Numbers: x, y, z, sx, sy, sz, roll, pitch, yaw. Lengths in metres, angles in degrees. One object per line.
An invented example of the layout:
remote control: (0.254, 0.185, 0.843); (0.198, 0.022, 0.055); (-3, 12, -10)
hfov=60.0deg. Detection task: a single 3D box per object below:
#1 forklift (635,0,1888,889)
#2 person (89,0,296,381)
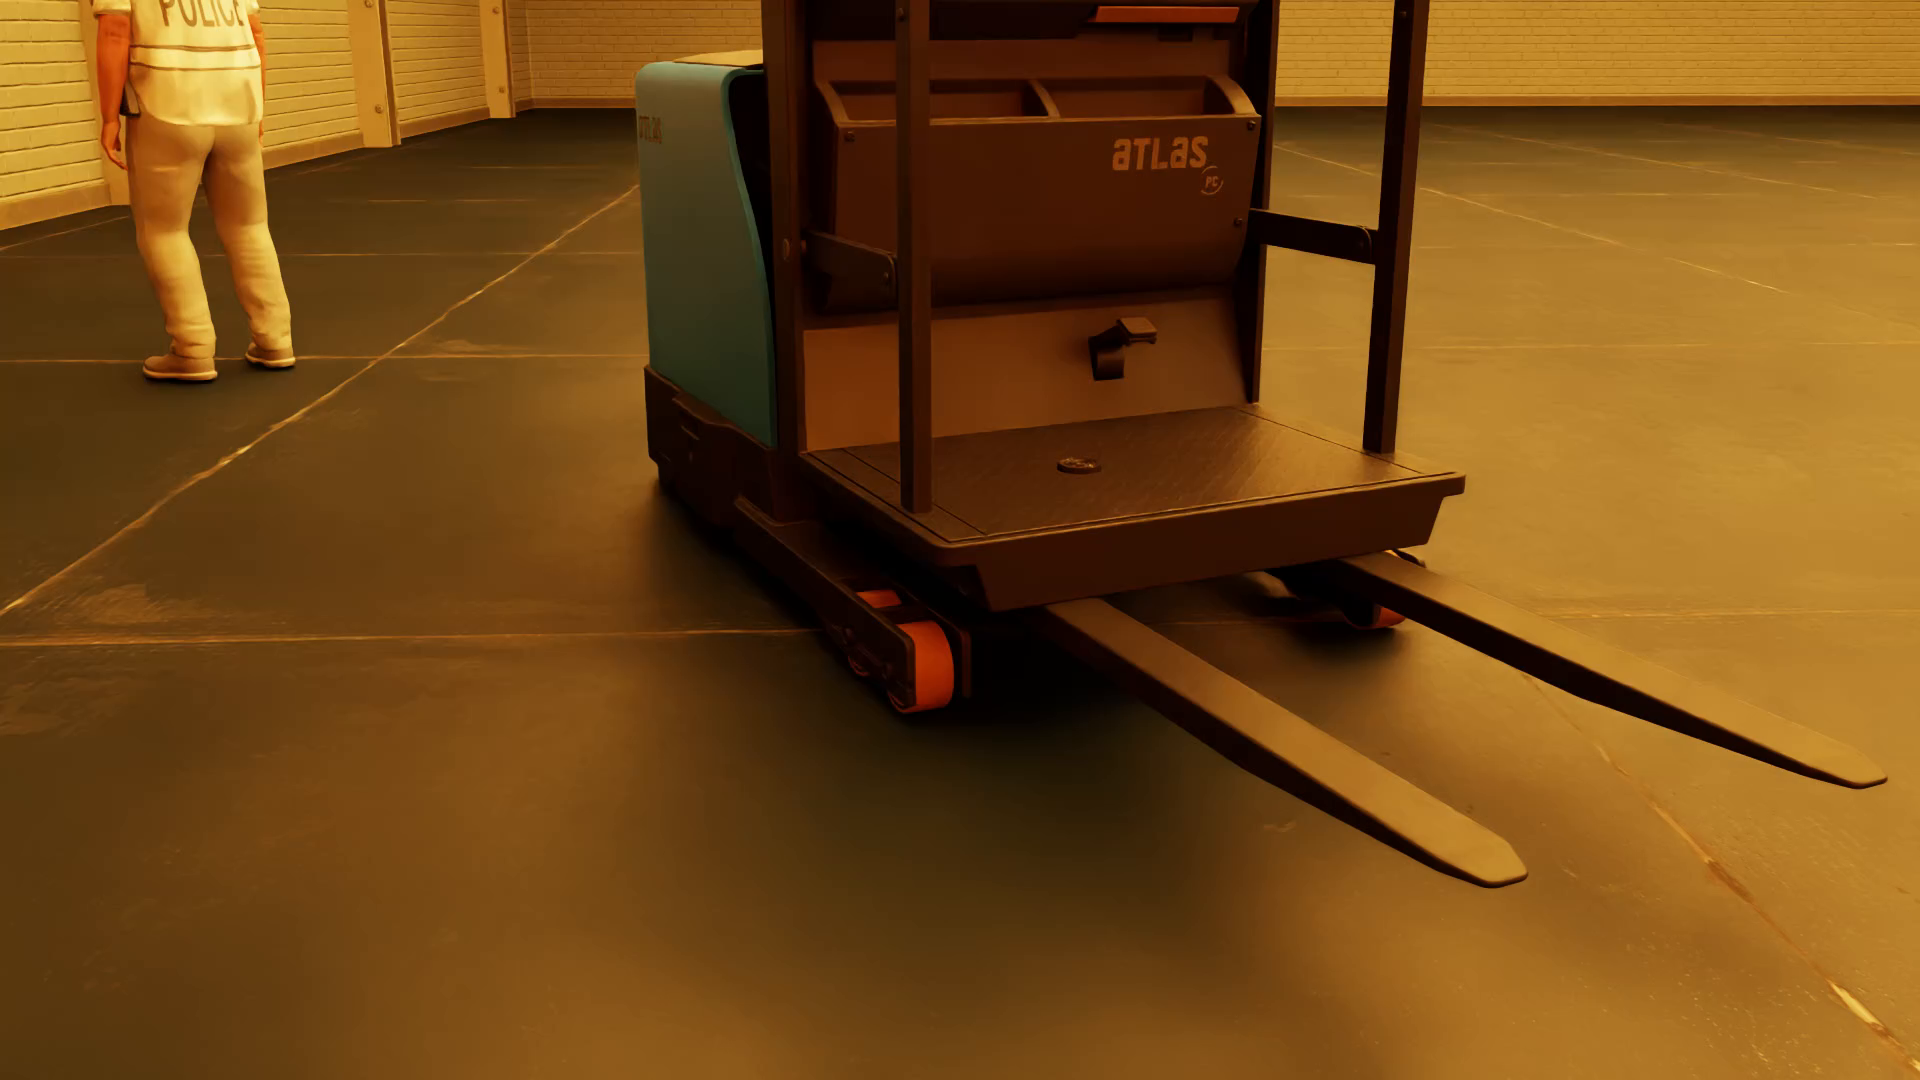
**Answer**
forklift: (0.258, -1.240, 2.962); (1.130, 2.935, 3.031); (-8, 19, -24)
person: (-2.571, -1.416, 5.558); (0.443, 1.747, 0.600); (12, 21, 34)
